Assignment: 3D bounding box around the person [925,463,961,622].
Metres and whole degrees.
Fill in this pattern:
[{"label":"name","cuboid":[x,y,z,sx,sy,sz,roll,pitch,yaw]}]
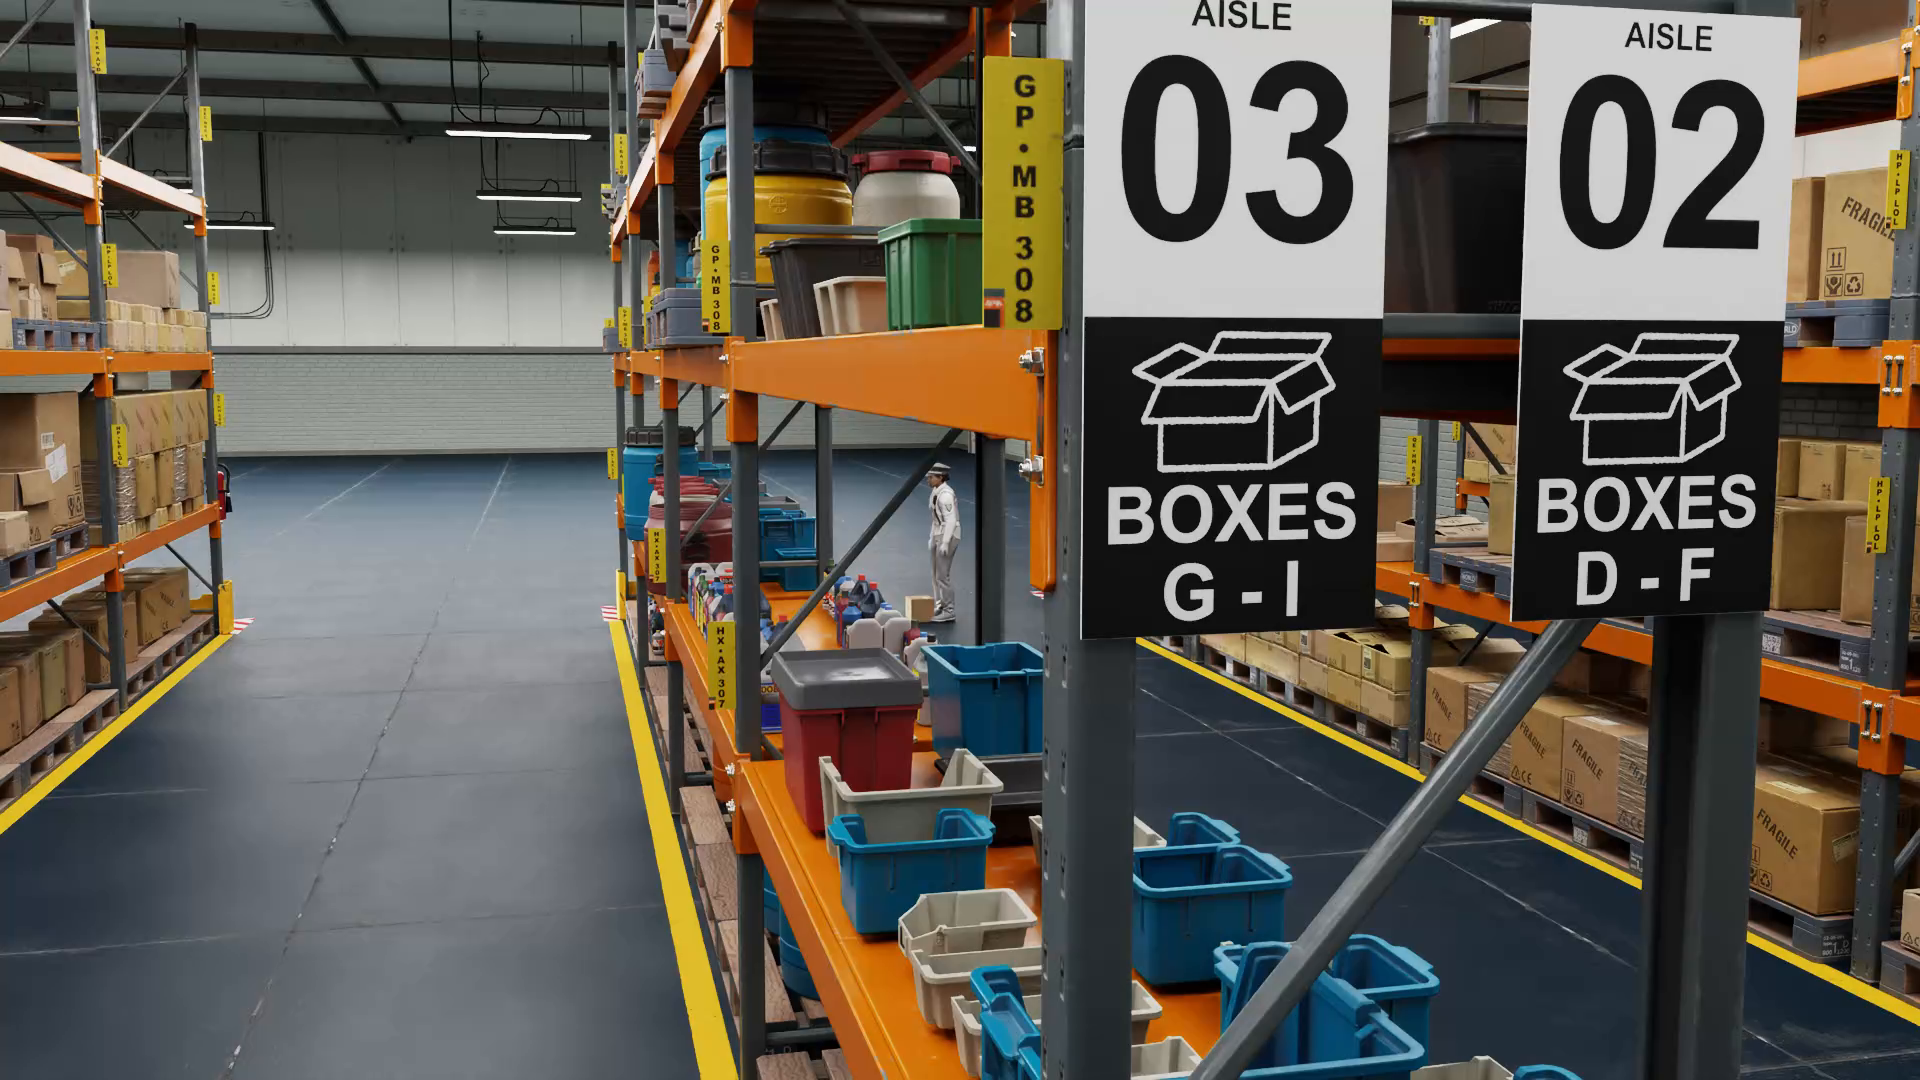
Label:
[{"label":"person","cuboid":[-0.190,0.018,17.497,0.369,1.667,0.546,-2,6,-16]}]
